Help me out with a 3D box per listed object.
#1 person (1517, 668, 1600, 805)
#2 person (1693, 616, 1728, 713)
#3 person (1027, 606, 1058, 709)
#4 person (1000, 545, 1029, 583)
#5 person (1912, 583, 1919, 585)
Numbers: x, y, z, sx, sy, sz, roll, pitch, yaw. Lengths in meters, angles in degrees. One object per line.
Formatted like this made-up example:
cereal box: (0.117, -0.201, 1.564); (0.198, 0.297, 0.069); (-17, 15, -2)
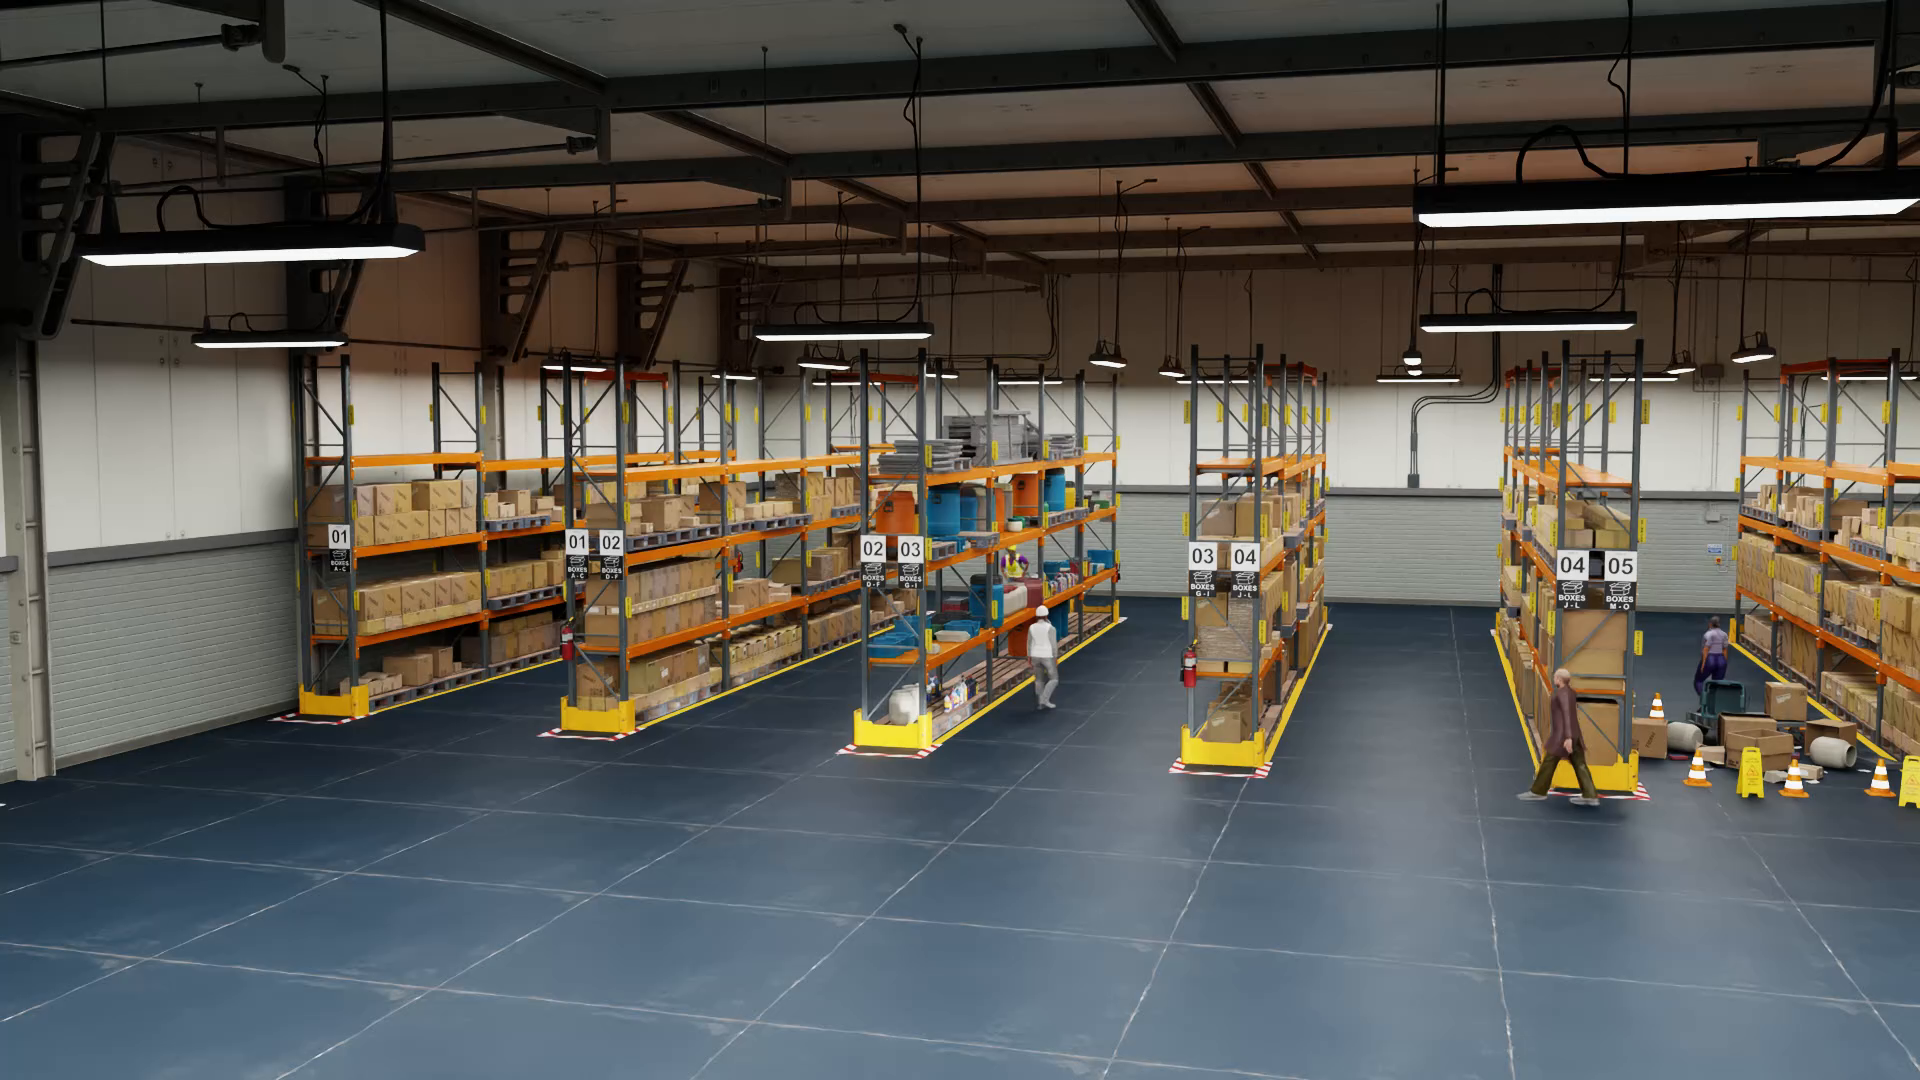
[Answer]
person: (7.741, 2.512, 21.379); (0.996, 1.734, 0.618); (4, 6, 41)
person: (12.615, 2.104, 27.886); (0.521, 1.675, 0.395); (-1, 4, -9)
person: (1.399, 2.004, 28.283); (0.572, 1.773, 0.535); (2, 5, 25)
person: (1.409, 0.946, 43.028); (0.717, 1.664, 0.698); (2, 5, 26)
person: (20.266, 1.481, 35.259); (0.530, 1.722, 0.930); (-4, 6, -40)
